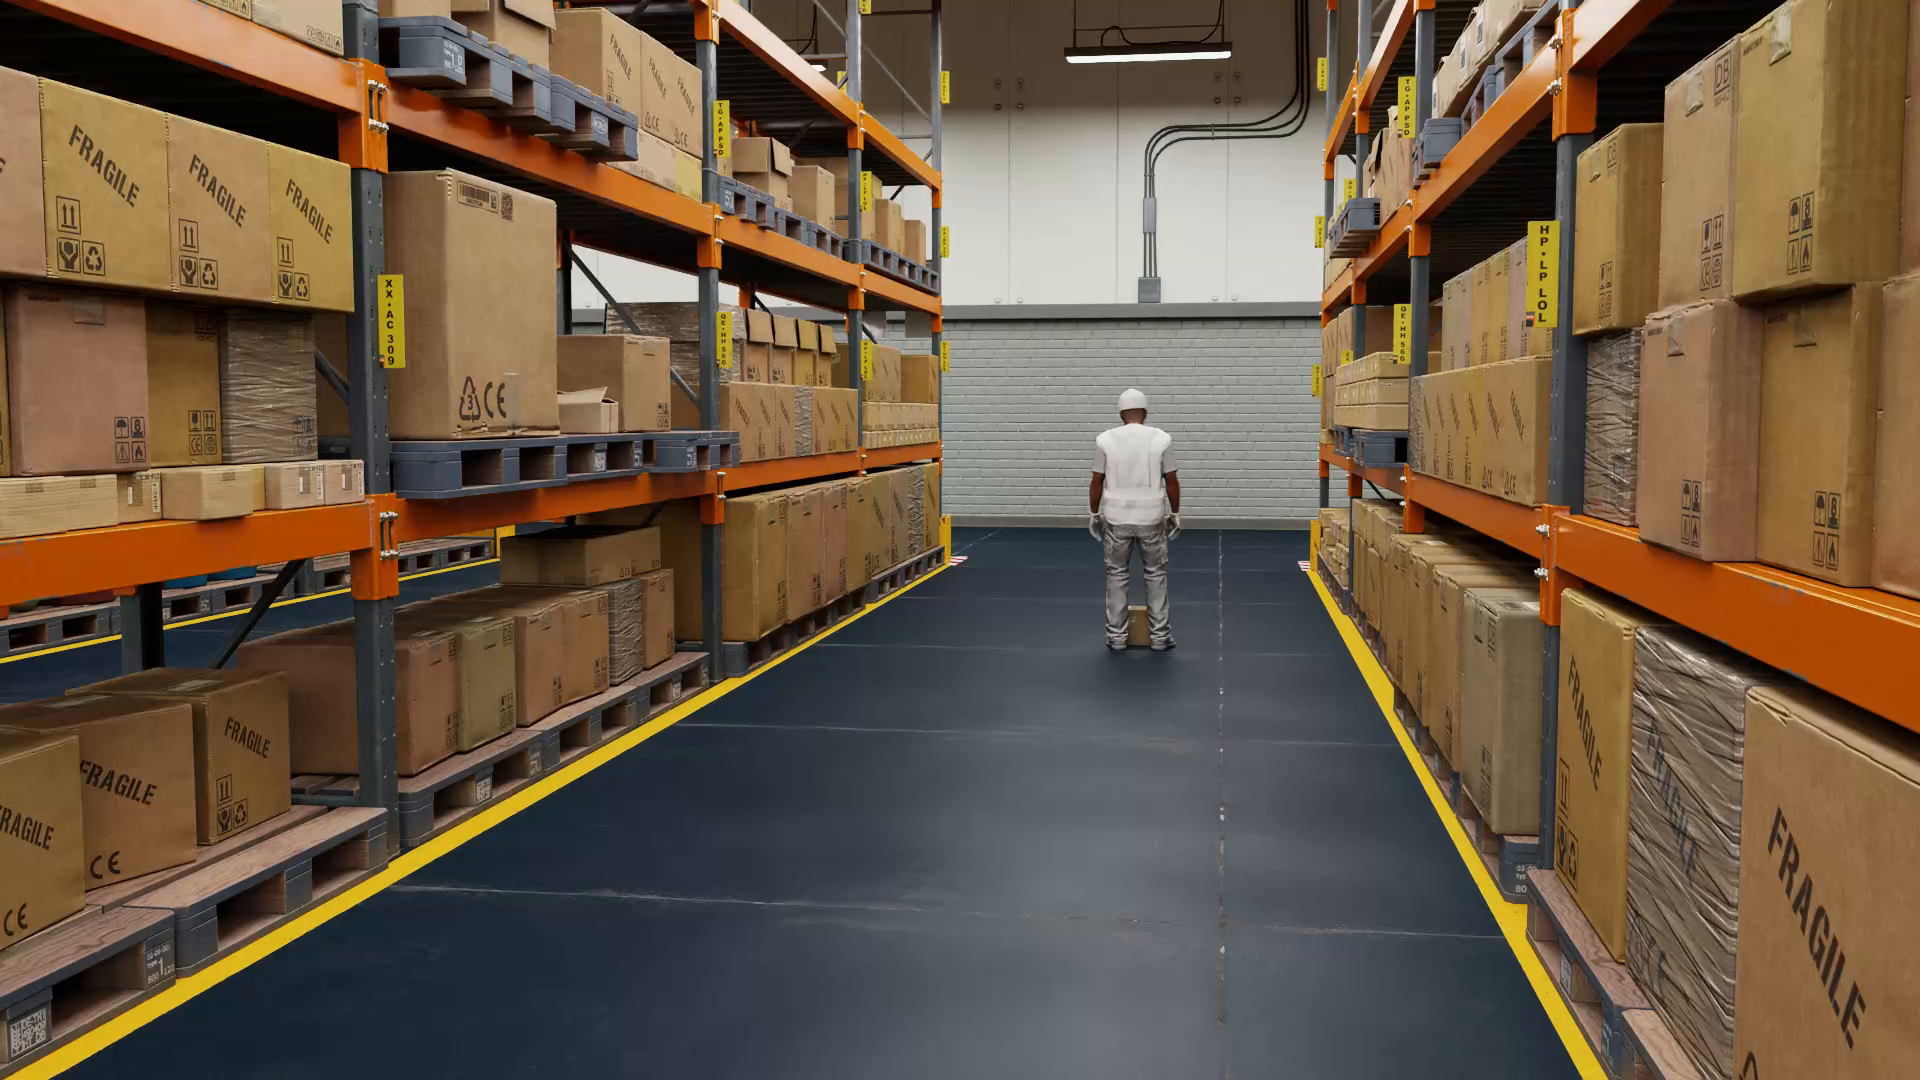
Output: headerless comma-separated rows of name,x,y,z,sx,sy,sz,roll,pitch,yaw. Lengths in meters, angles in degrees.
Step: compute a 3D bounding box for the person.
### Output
person,1.198,-0.143,11.365,0.621,1.774,0.453,1,4,8
